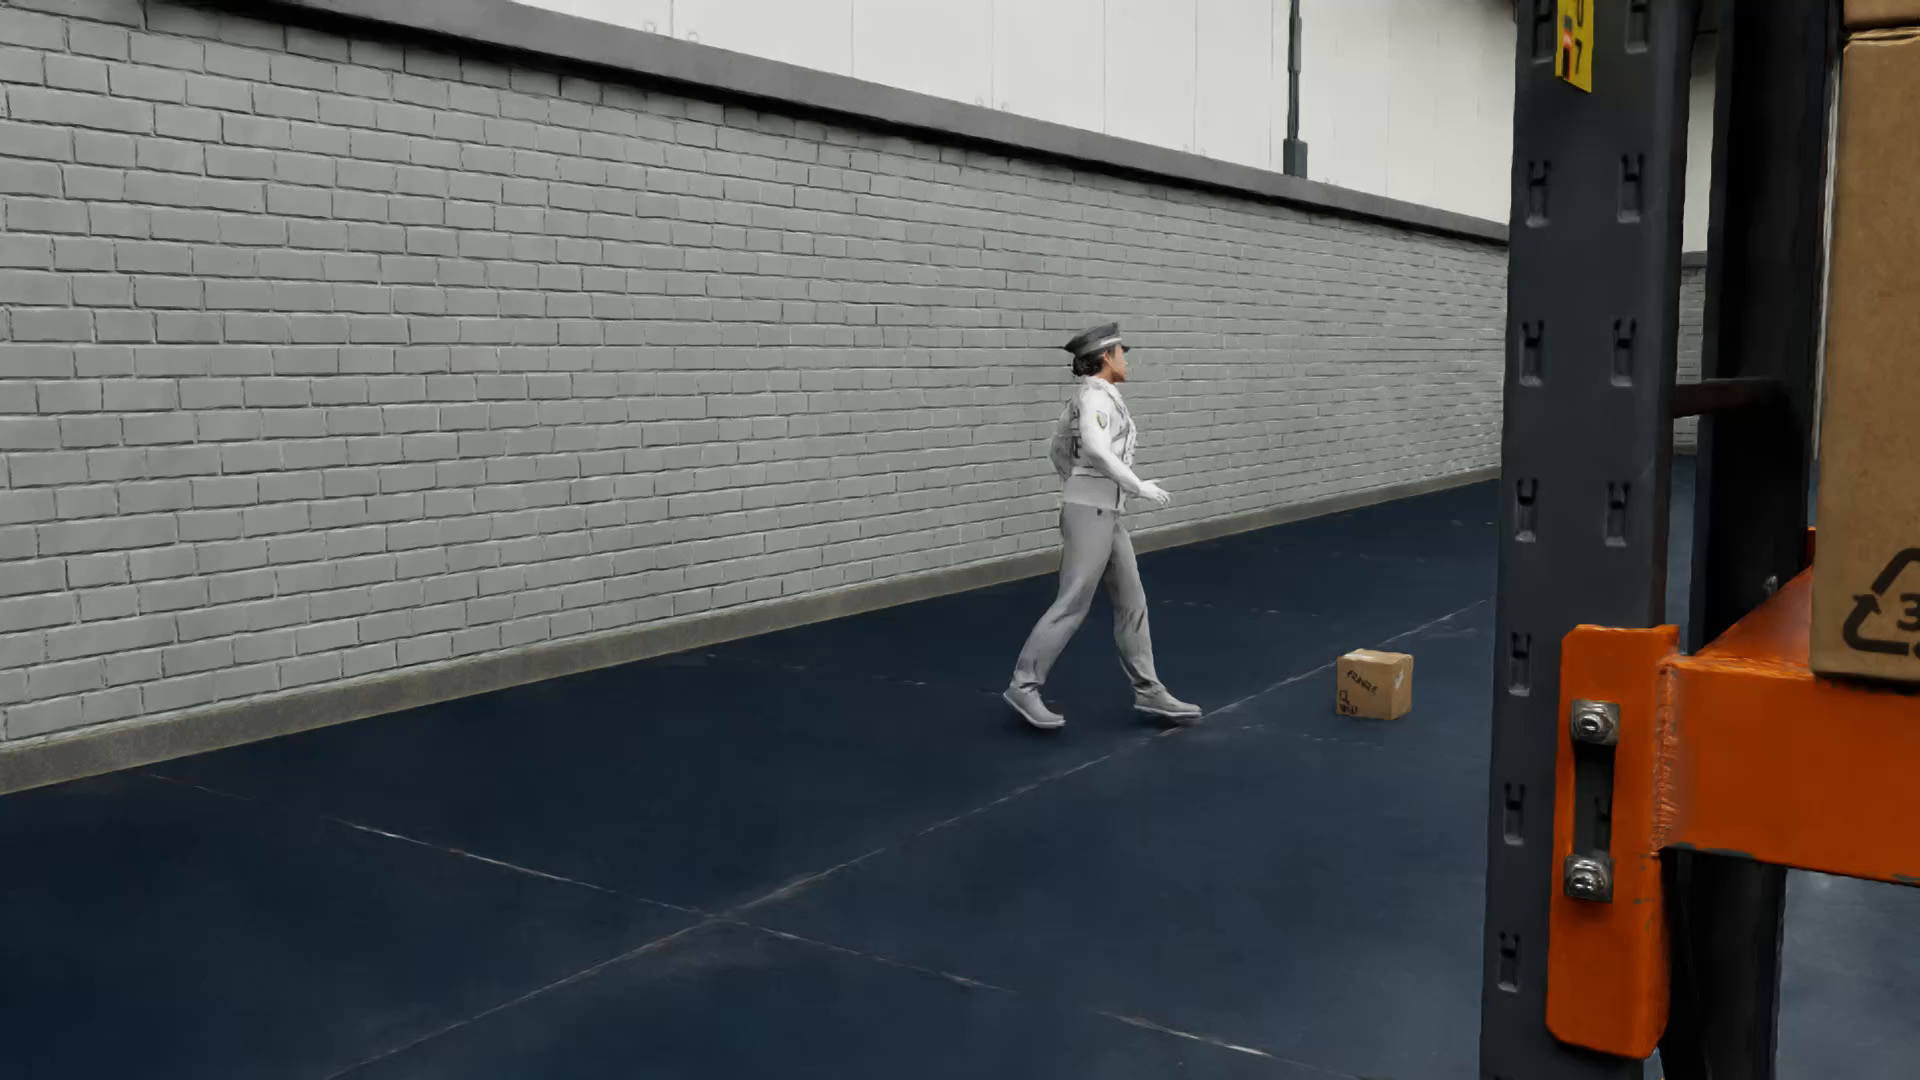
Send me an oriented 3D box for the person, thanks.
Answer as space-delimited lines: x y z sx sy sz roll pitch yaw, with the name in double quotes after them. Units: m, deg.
0.598 -0.085 6.990 0.838 1.664 0.664 0 6 2 "person"
